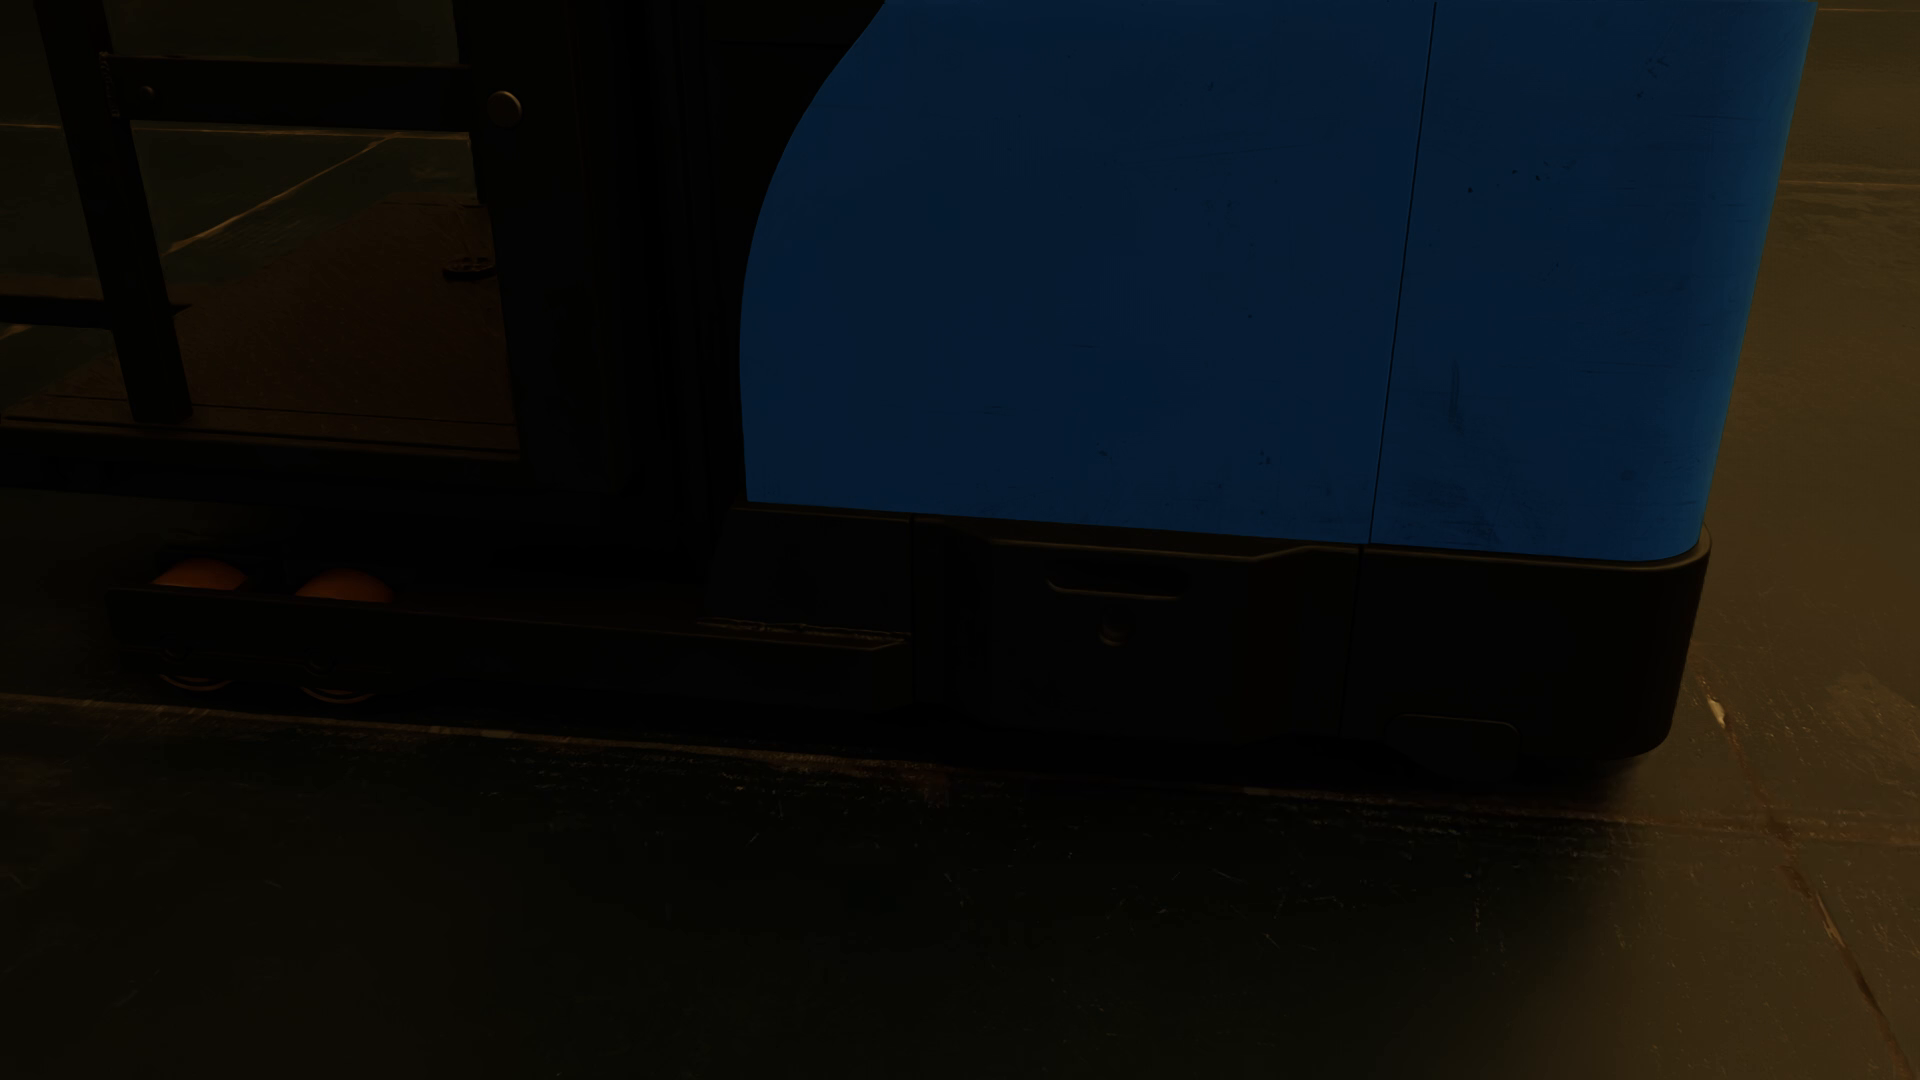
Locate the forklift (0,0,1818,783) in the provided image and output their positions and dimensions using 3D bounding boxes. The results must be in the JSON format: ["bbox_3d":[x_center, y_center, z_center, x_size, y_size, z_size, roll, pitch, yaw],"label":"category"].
[{"bbox_3d":[-0.609,-1.333,1.889,3.031,2.935,1.130,4,27,8],"label":"forklift"}]
